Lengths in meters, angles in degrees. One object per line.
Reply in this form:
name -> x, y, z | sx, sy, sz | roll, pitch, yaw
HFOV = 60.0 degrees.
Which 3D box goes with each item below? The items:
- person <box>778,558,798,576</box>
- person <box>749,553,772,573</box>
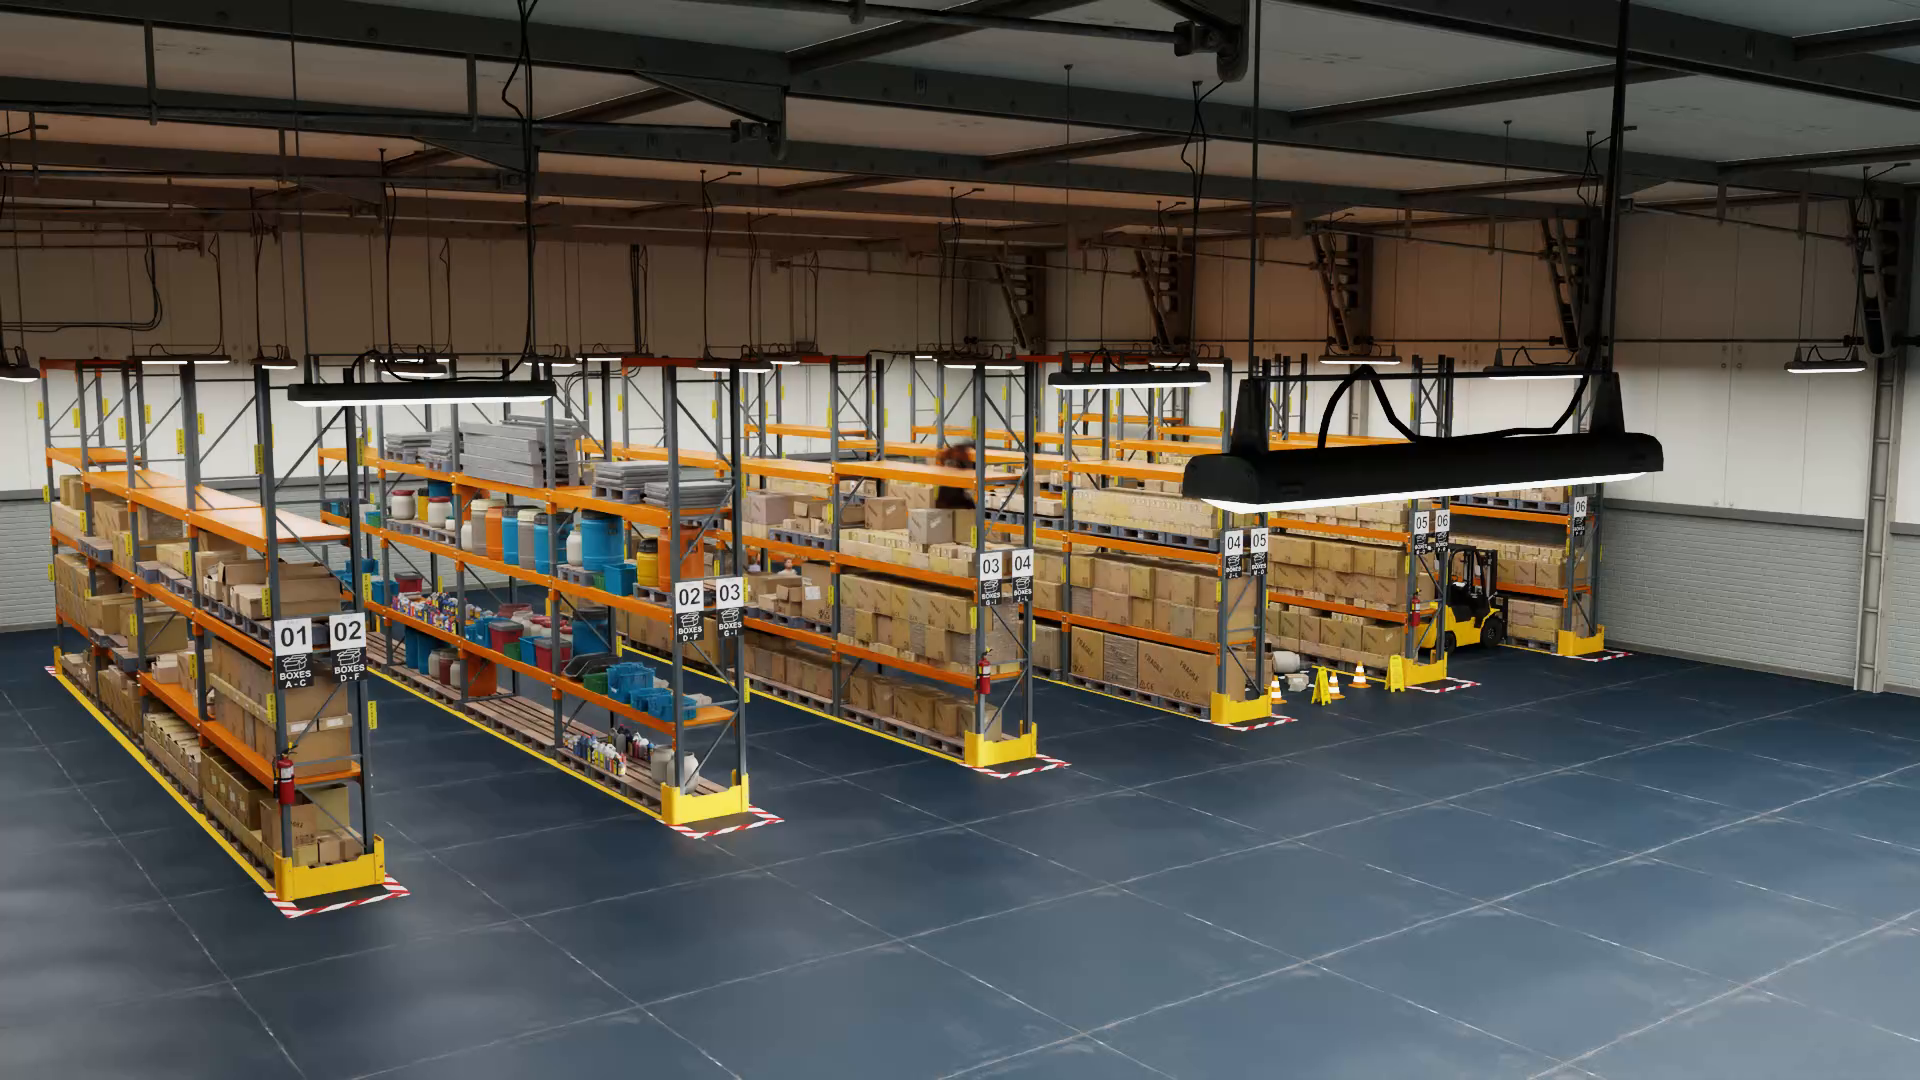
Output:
person -> -3.741, 1.191, 36.220 | 0.572, 1.631, 0.636 | -5, 8, -35
person -> -4.447, 1.078, 37.261 | 0.640, 1.609, 0.610 | -4, 8, -29
